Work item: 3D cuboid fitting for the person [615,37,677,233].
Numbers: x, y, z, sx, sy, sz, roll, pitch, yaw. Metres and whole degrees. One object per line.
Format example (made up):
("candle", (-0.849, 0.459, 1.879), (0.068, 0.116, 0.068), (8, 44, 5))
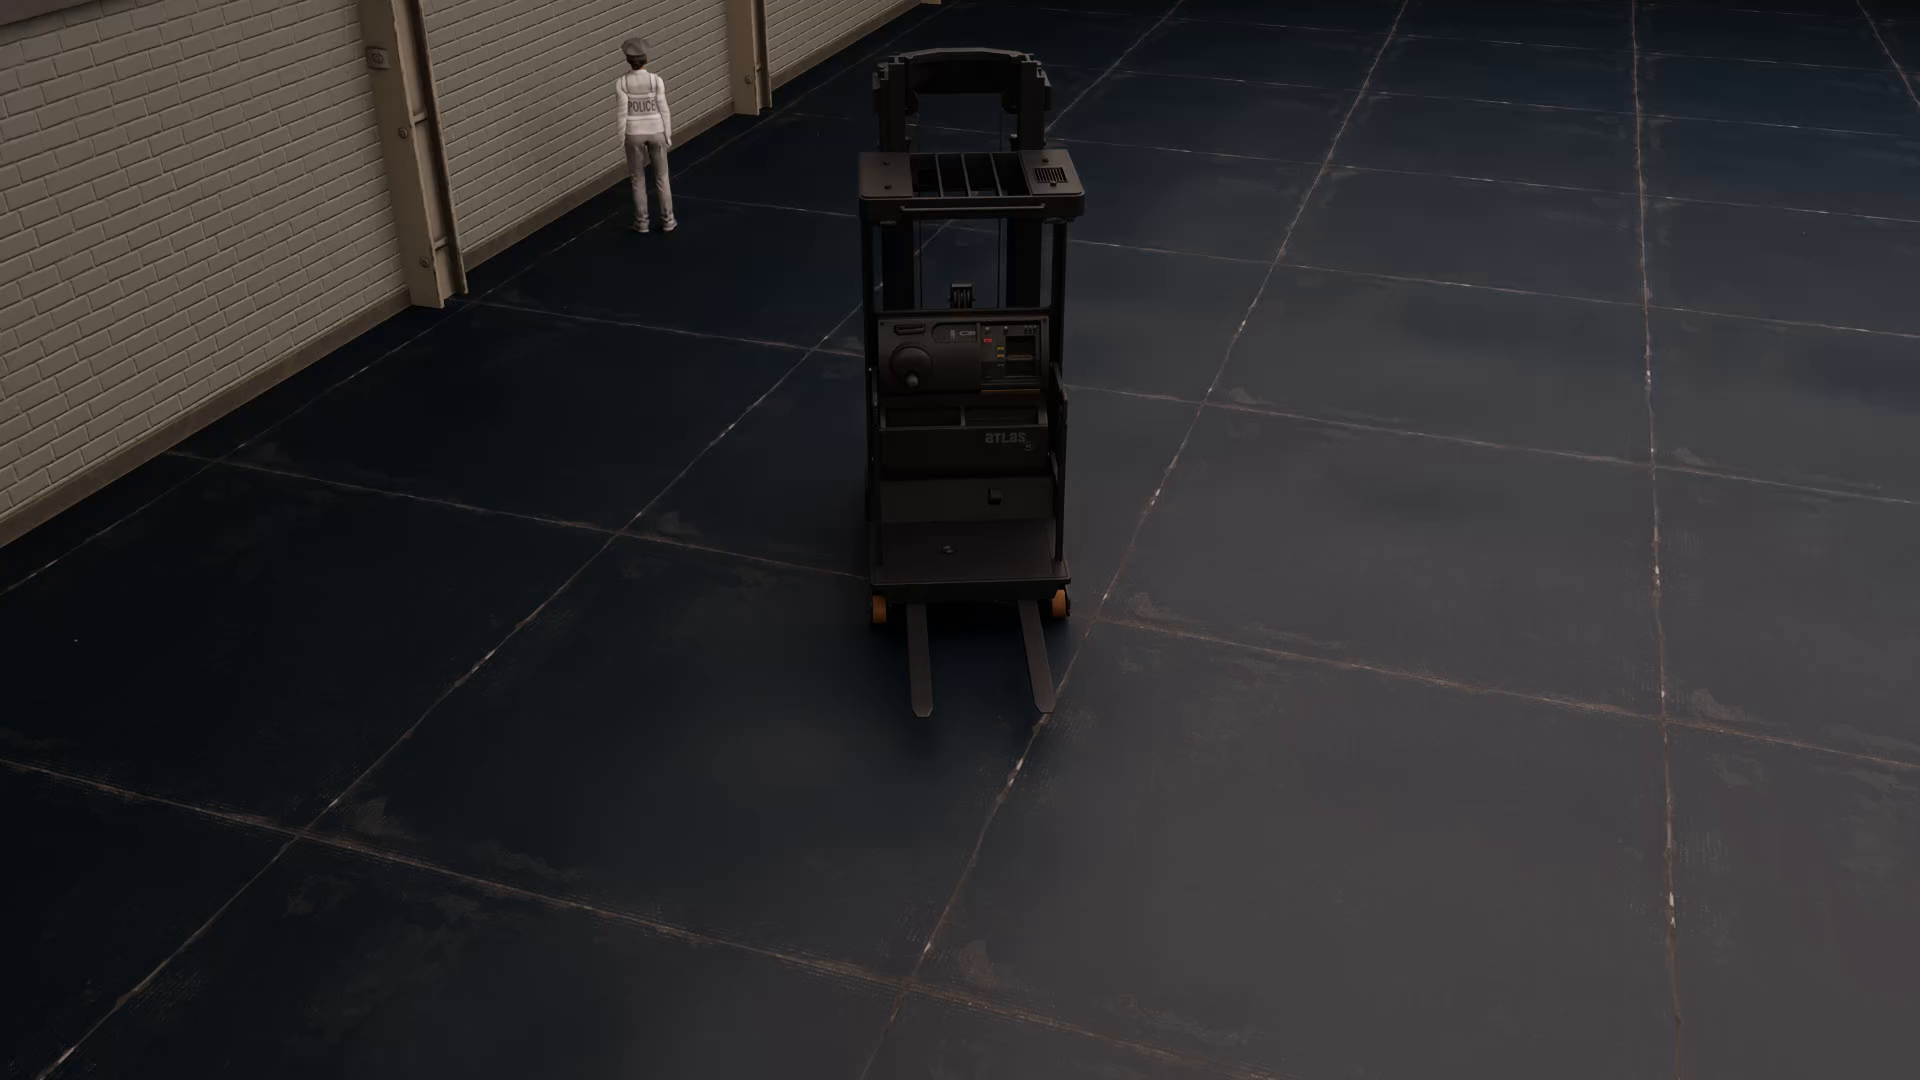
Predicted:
("person", (-2.770, -3.542, 14.607), (0.465, 1.691, 0.334), (-7, 30, -12))

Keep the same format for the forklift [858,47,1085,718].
("forklift", (0.035, -0.972, 8.842), (1.130, 2.935, 3.031), (-2, 30, -3))
